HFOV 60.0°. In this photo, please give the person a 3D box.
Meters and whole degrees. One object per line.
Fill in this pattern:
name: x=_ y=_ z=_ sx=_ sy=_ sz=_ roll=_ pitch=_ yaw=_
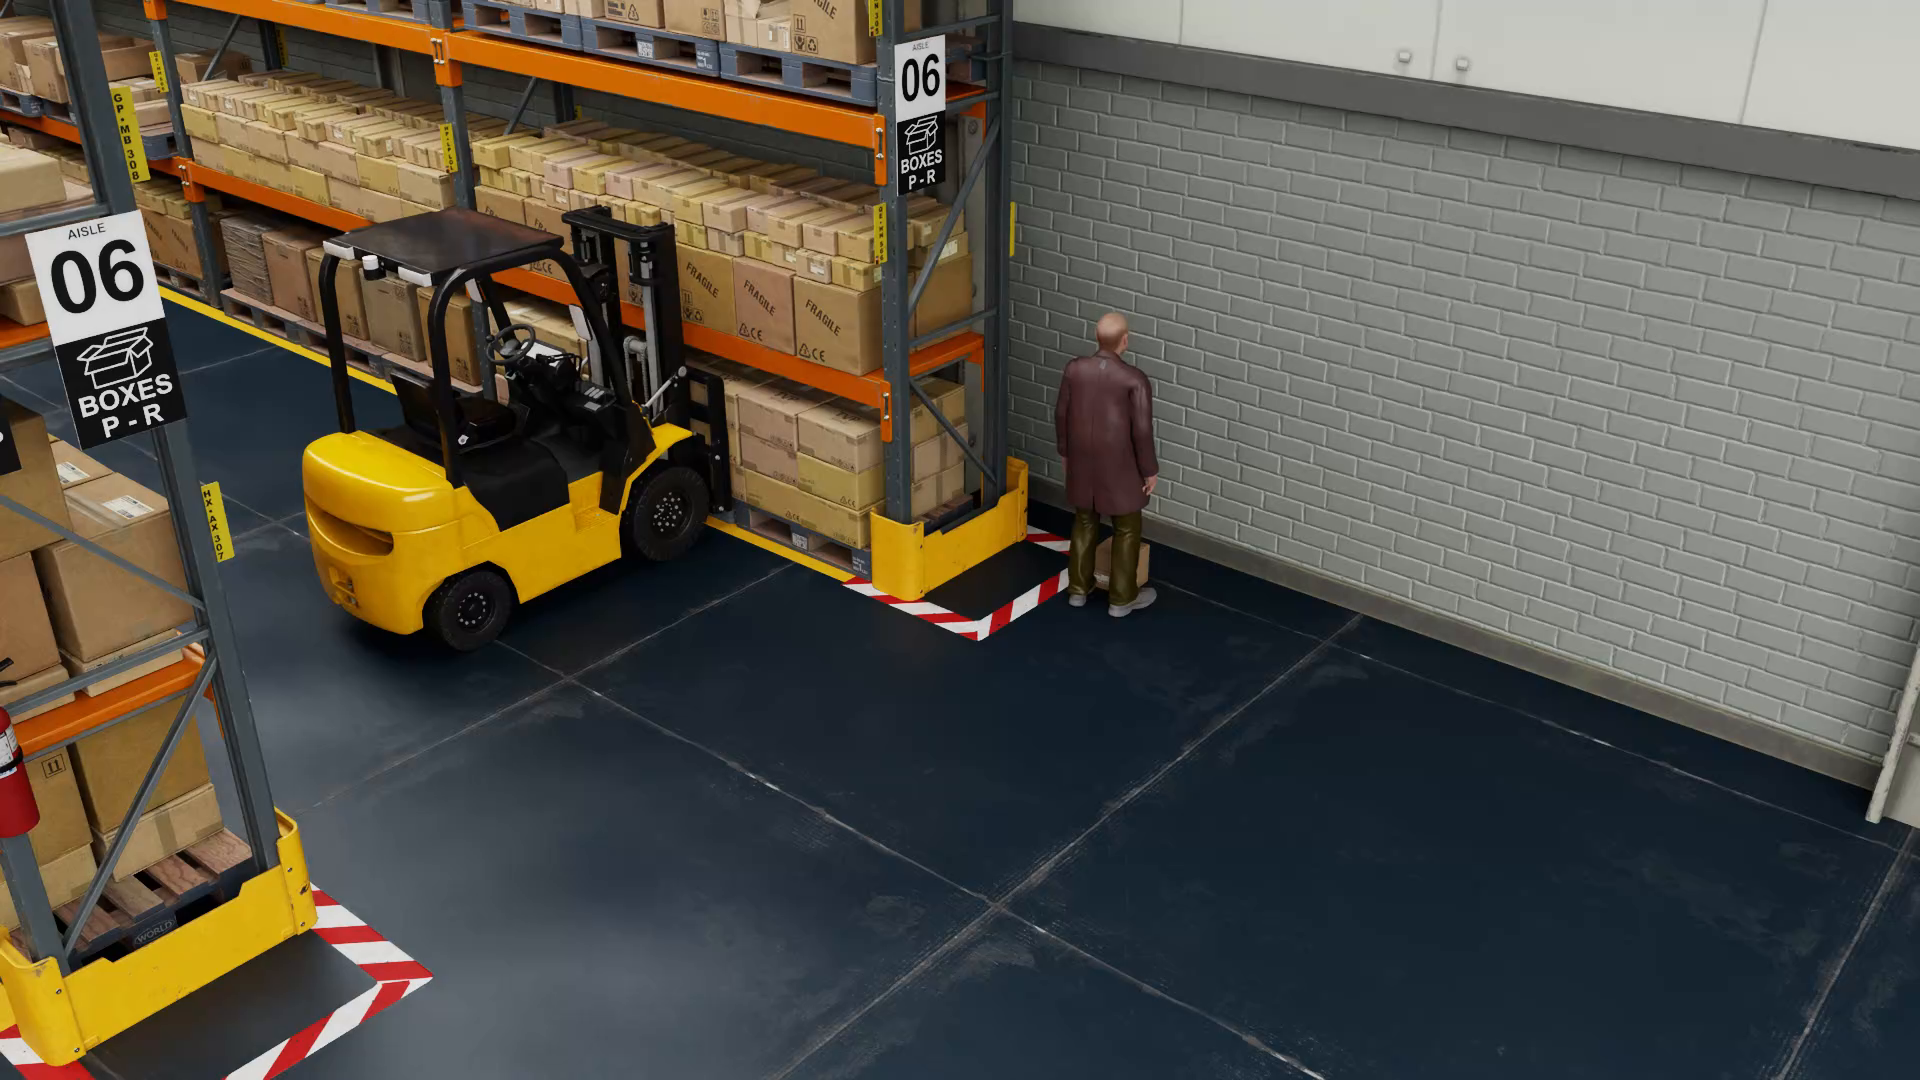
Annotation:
person: x=0.834 y=-0.432 z=9.482 sx=0.642 sy=1.774 sz=0.424 roll=16 pitch=31 yaw=28
